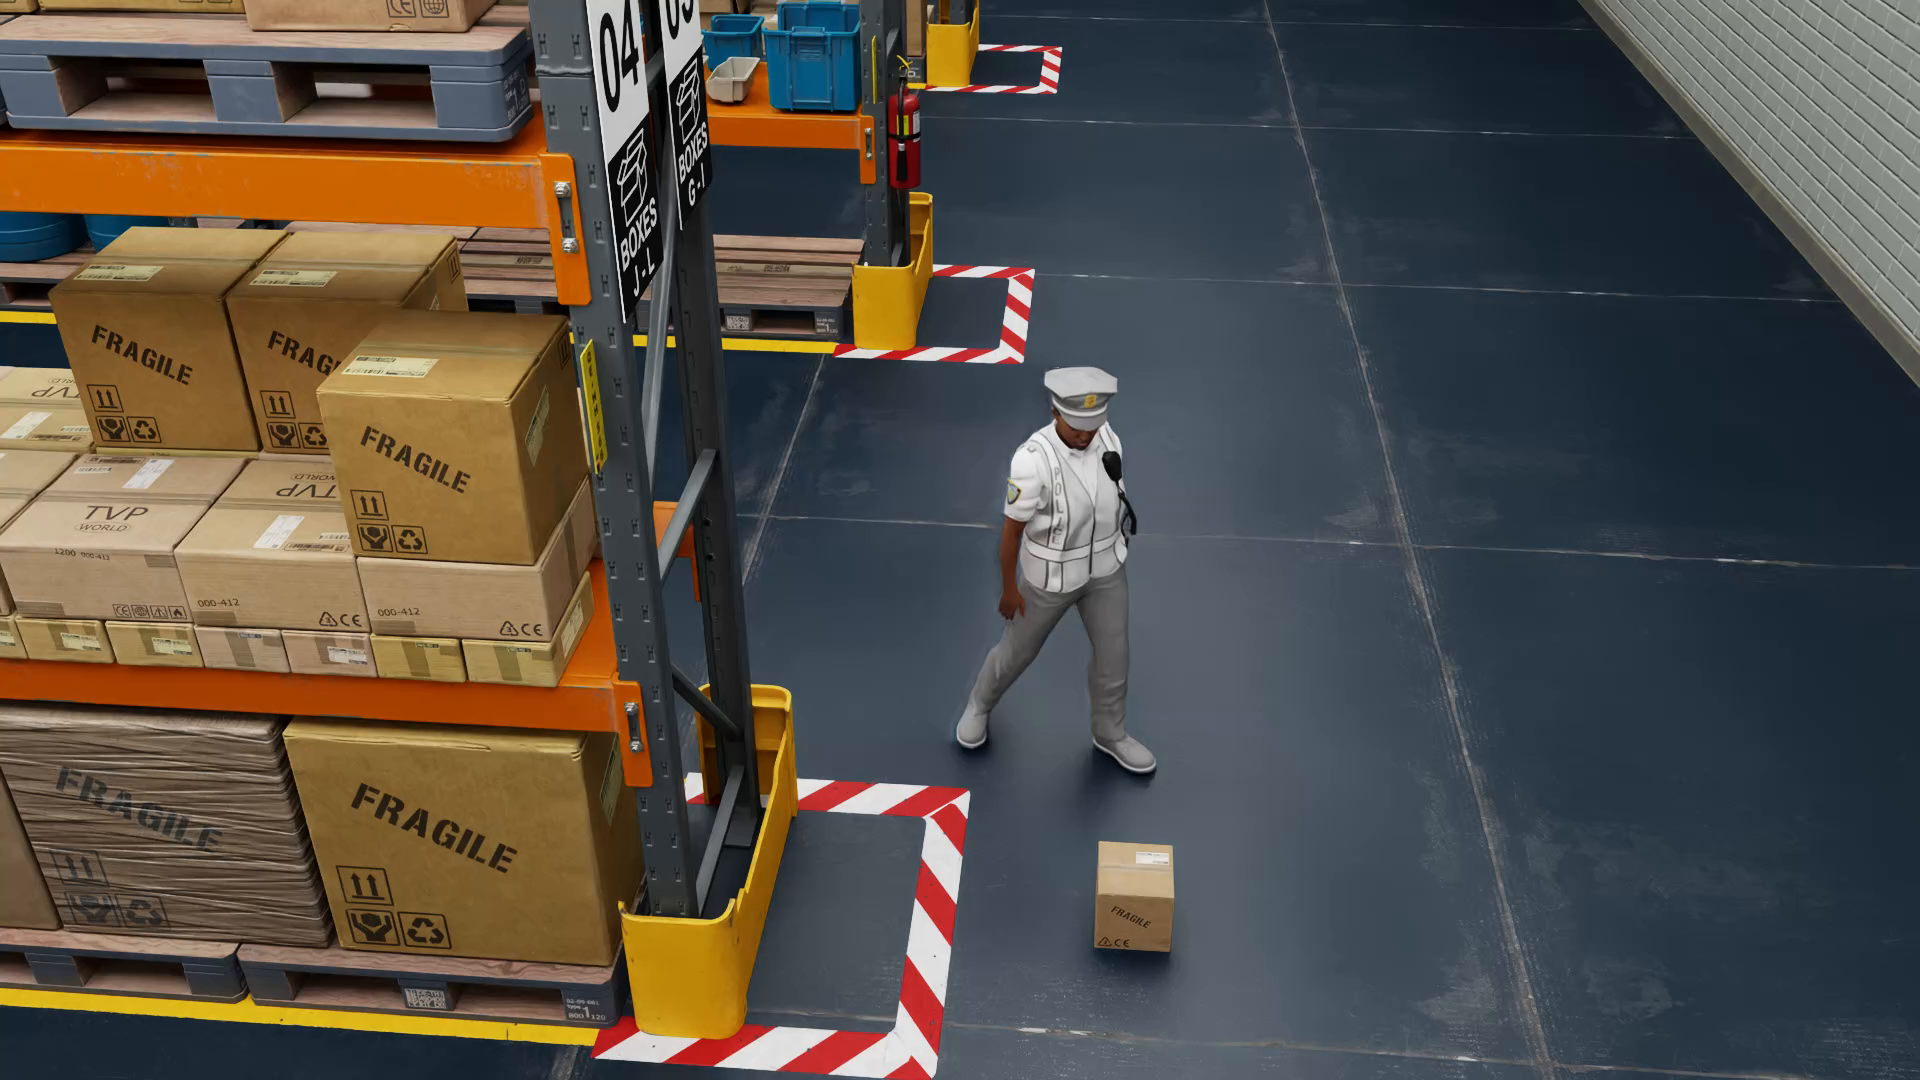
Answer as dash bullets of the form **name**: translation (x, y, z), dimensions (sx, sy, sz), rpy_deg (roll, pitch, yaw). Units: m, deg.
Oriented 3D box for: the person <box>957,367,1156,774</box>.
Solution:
- **person**: translation (0.336, 0.104, 5.969), dimensions (0.621, 1.635, 0.663), rpy_deg (-15, 35, -23)
